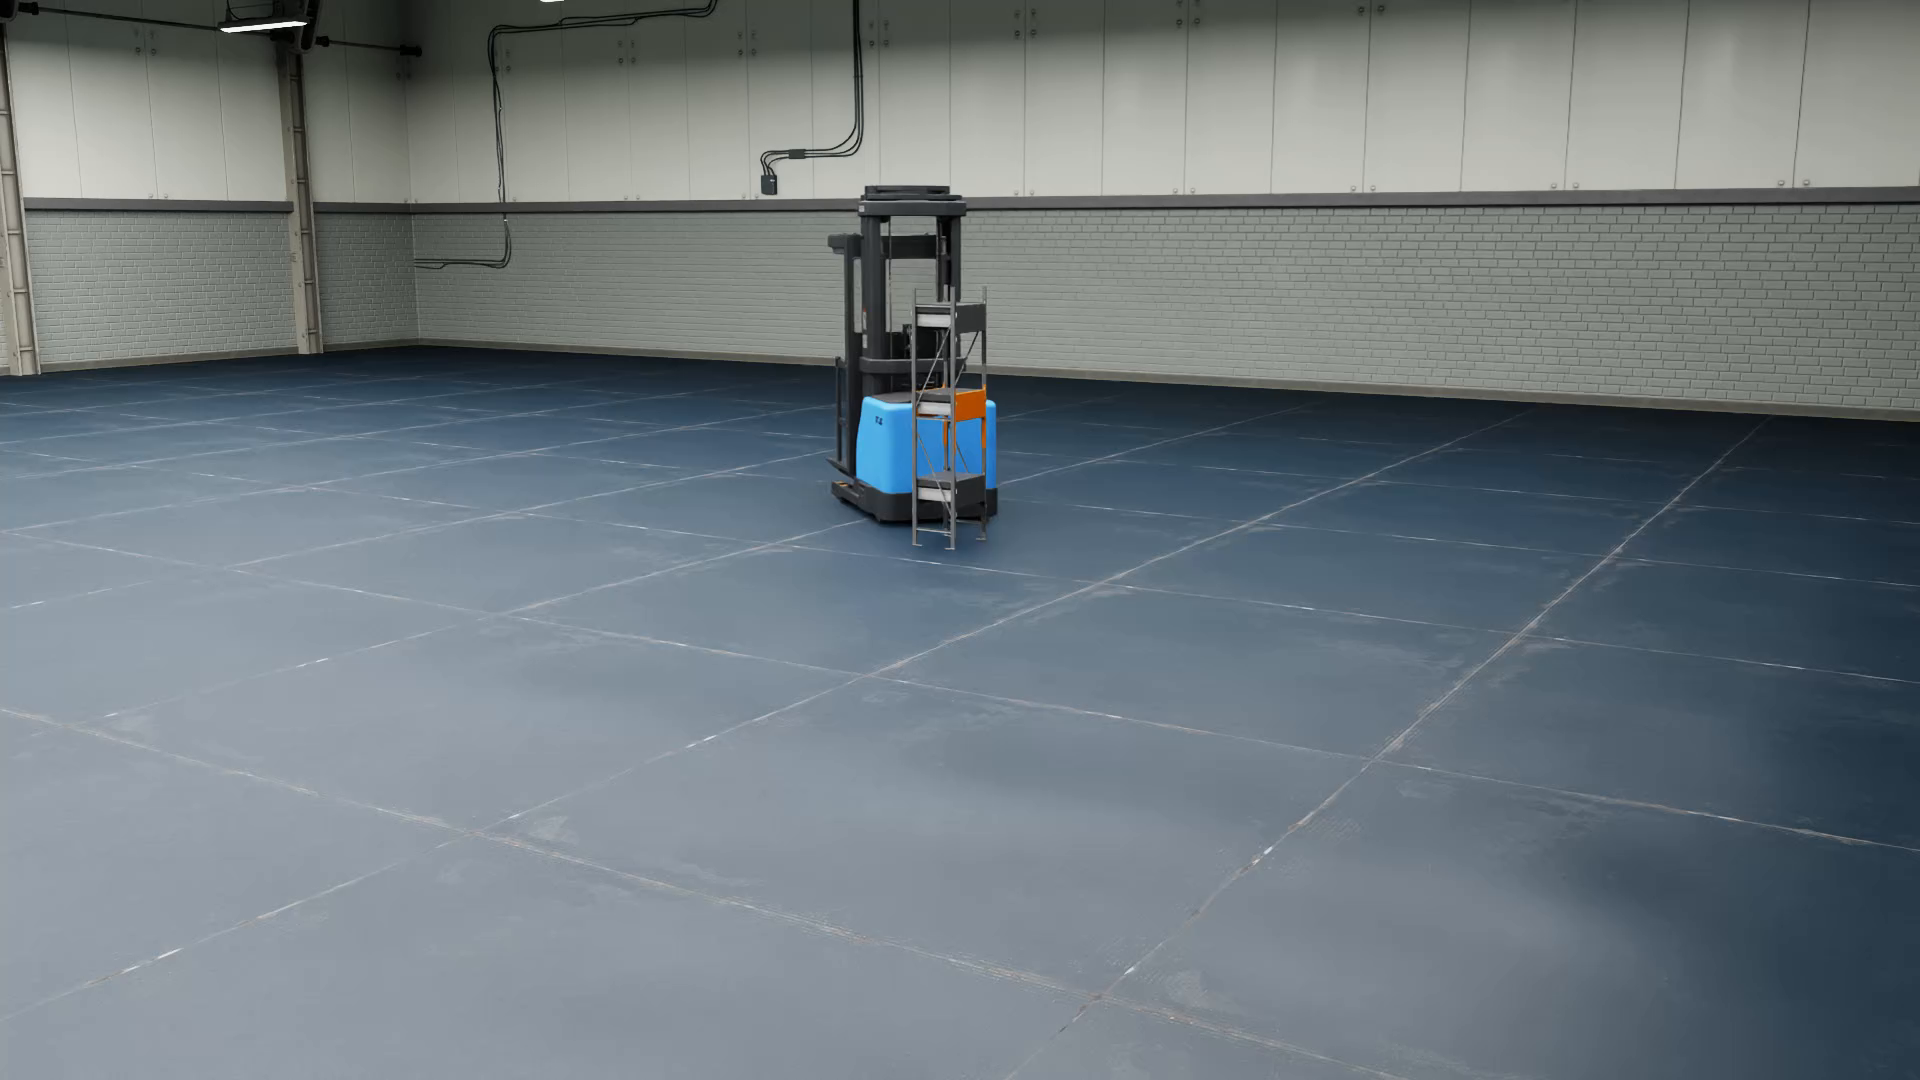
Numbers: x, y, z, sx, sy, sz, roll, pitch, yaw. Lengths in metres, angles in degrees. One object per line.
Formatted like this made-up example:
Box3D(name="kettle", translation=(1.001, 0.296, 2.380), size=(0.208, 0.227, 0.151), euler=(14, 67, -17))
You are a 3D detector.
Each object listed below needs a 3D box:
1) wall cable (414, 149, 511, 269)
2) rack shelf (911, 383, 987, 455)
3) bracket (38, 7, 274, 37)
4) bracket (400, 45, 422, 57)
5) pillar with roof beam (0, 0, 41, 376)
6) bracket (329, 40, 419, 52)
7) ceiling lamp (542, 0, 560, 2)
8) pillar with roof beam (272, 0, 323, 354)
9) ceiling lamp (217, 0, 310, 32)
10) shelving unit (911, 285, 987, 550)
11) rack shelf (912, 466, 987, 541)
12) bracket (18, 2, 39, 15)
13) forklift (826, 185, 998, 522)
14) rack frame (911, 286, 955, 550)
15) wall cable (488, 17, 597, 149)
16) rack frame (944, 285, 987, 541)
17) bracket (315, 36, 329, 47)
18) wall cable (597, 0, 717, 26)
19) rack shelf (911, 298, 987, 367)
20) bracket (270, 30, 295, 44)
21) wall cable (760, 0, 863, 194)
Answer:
Box3D(name="wall cable", translation=(-10.876, -7.128, 35.927), size=(3.097, 2.526, 0.112), euler=(6, 12, 31))
Box3D(name="rack shelf", translation=(-0.086, -0.993, 13.539), size=(0.431, 0.518, 0.480), euler=(6, 12, 31))
Box3D(name="bracket", translation=(-14.786, -9.582, 30.816), size=(0.076, 0.066, 4.783), euler=(6, 12, 31))
Box3D(name="bracket", translation=(-11.787, -10.491, 35.668), size=(0.235, 0.232, 0.430), euler=(6, 12, 31))
Box3D(name="pillar with roof beam", translation=(-12.972, -6.962, 26.604), size=(9.100, 9.000, 0.548), euler=(6, 12, 31))
Box3D(name="bracket", translation=(-12.093, -10.398, 35.172), size=(0.076, 0.066, 3.189), euler=(6, 12, 31))
Box3D(name="ceiling lamp", translation=(-5.167, -9.419, 23.863), size=(2.000, 3.185, 0.800), euler=(6, 12, 31))
Box3D(name="pillar with roof beam", translation=(-9.857, -7.906, 31.644), size=(9.100, 9.000, 0.548), euler=(6, 12, 31))
Box3D(name="ceiling lamp", translation=(-11.483, -10.125, 27.634), size=(2.000, 3.185, 0.800), euler=(6, 12, 31))
Box3D(name="shelving unit", translation=(-0.086, -1.006, 13.536), size=(0.431, 2.100, 0.503), euler=(6, 12, 31))
Box3D(name="rack shelf", translation=(-0.086, -0.305, 13.668), size=(0.431, 0.518, 0.480), euler=(6, 12, 31))
Box3D(name="bracket", translation=(-16.132, -9.174, 28.637), size=(0.235, 0.232, 0.430), euler=(6, 12, 31))
Box3D(name="forklift", translation=(-0.602, -1.823, 15.642), size=(1.130, 2.935, 3.031), euler=(-3, 11, -17))
Box3D(name="rack frame", translation=(-0.213, -0.968, 13.331), size=(0.400, 2.100, 0.015), euler=(6, 12, 31))
Box3D(name="wall cable", translation=(-8.564, -9.352, 34.082), size=(3.097, 2.526, 0.112), euler=(6, 12, 31))
Box3D(name="rack frame", translation=(0.041, -1.044, 13.741), size=(0.400, 2.100, 0.015), euler=(6, 12, 31))
Box3D(name="bracket", translation=(-13.017, -10.118, 33.677), size=(0.235, 0.232, 0.430), euler=(6, 12, 31))
Box3D(name="wall cable", translation=(-5.919, -11.292, 32.084), size=(3.097, 2.526, 0.112), euler=(6, 12, 31))
Box3D(name="rack shelf", translation=(-0.086, -1.681, 13.410), size=(0.431, 0.518, 0.480), euler=(6, 12, 31))
Box3D(name="bracket", translation=(-13.448, -9.987, 32.980), size=(0.235, 0.232, 0.430), euler=(6, 12, 31))
Box3D(name="wall cable", translation=(-2.771, -9.416, 30.470), size=(2.305, 6.003, 0.169), euler=(6, 12, 31))
